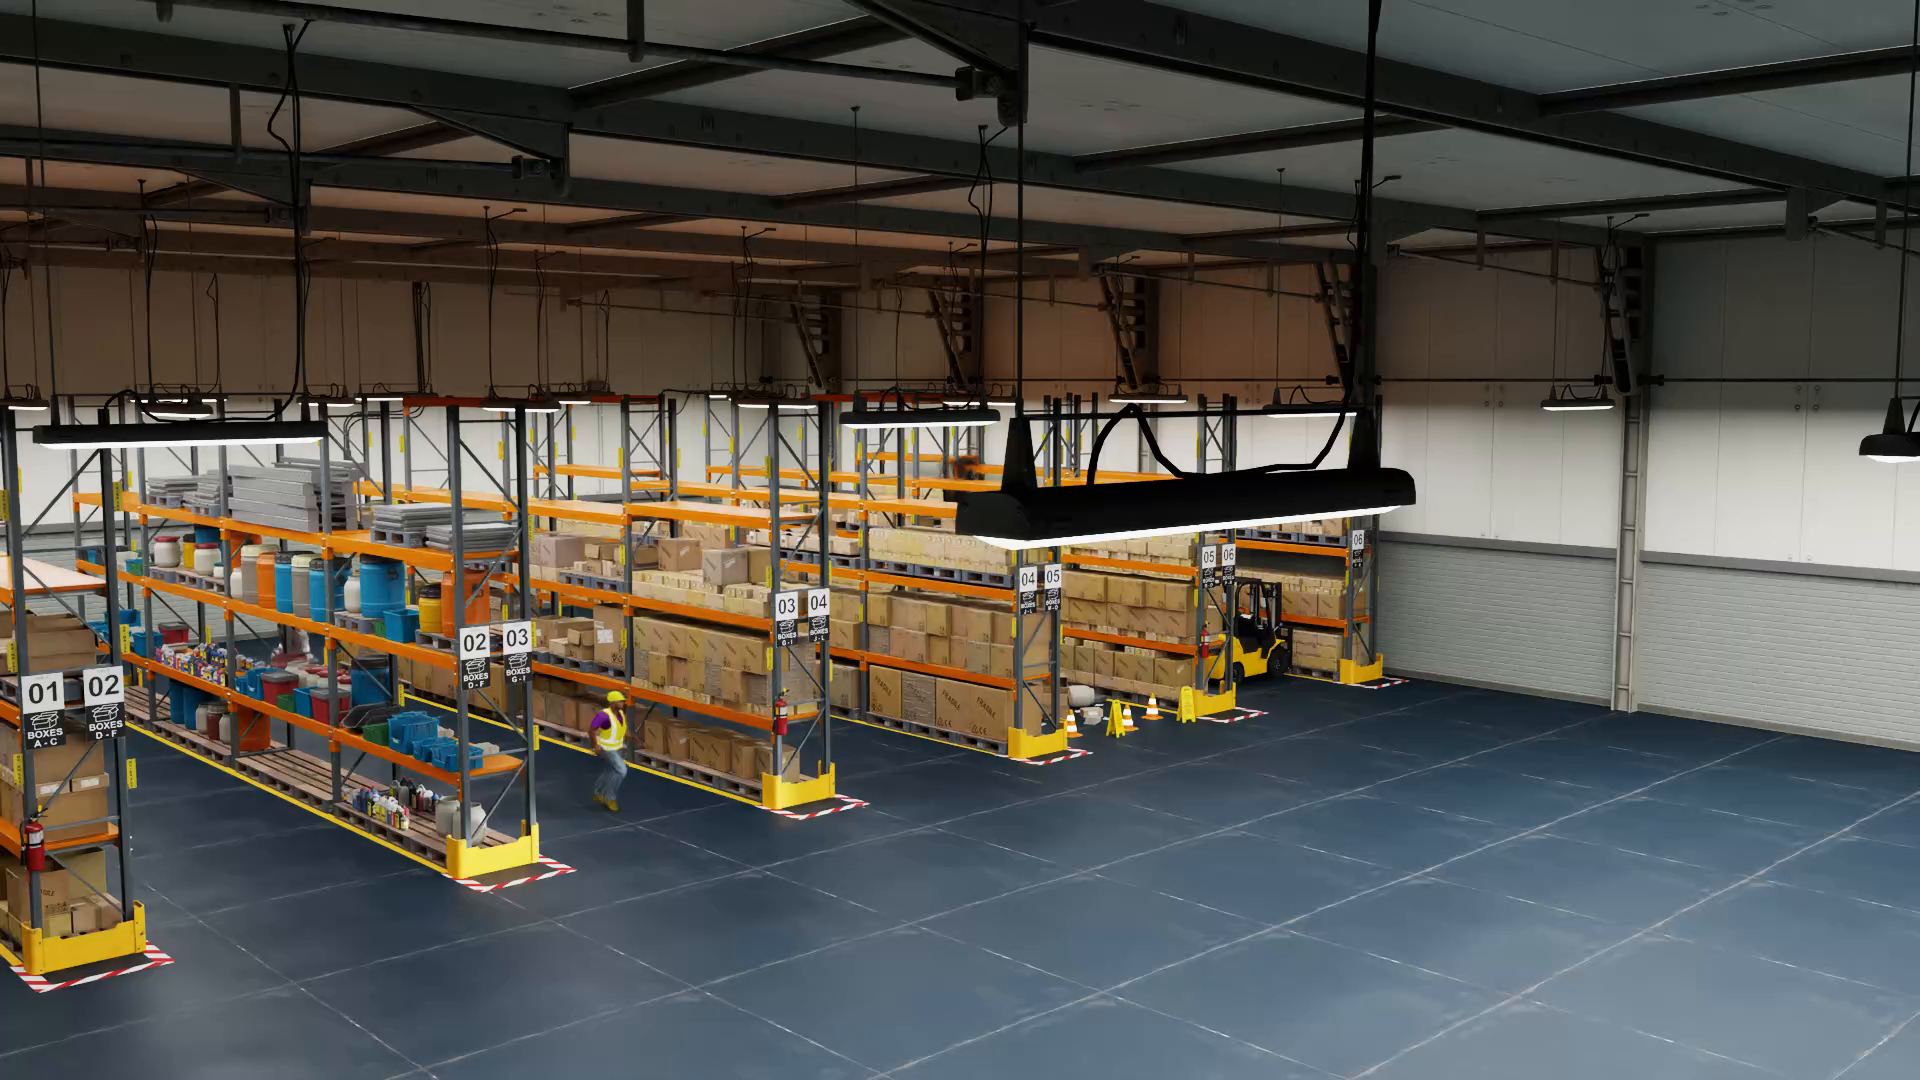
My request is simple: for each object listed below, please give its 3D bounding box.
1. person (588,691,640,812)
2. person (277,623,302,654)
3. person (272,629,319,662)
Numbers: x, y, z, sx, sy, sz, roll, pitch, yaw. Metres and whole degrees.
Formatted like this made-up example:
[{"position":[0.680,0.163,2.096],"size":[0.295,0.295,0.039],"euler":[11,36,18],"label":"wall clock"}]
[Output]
[{"position":[-5.135,3.113,24.518],"size":[0.819,1.799,0.615],"euler":[2,6,18],"label":"person"},{"position":[-14.682,1.985,36.342],"size":[0.569,1.727,0.616],"euler":[-4,7,-35],"label":"person"},{"position":[-14.706,1.834,36.769],"size":[1.007,1.738,0.656],"euler":[-5,8,-43],"label":"person"}]
